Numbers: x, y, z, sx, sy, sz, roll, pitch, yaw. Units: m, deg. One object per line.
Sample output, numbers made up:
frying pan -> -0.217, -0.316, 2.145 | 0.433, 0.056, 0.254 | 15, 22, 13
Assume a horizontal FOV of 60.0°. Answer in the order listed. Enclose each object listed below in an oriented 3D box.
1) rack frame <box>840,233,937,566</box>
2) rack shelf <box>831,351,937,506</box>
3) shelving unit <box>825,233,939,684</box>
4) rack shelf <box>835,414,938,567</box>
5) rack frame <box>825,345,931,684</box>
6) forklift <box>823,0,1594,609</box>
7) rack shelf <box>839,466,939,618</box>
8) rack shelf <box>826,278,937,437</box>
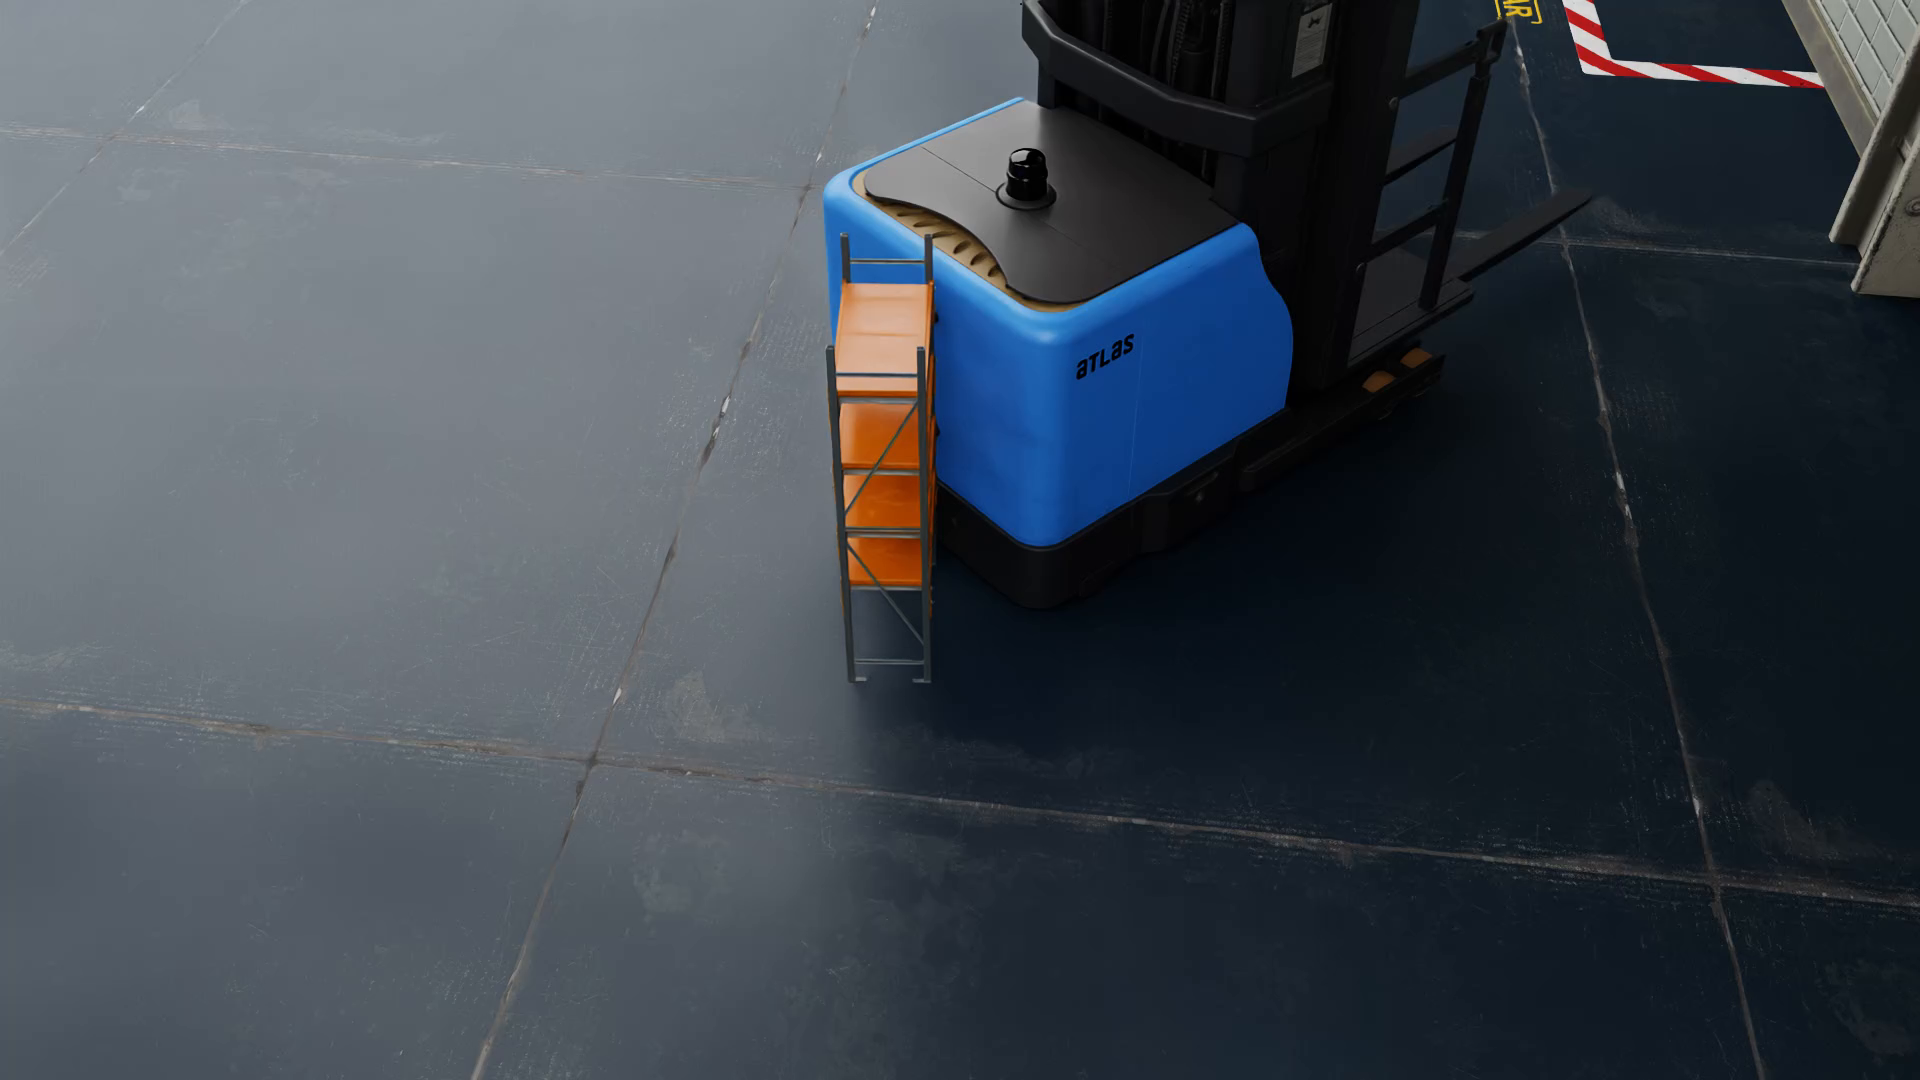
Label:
rack frame -> -0.192, -0.362, 4.760 | 0.240, 1.200, 0.015 | 1, 43, 1
rack shelf -> -0.198, -0.308, 4.475 | 0.258, 0.148, 0.480 | 1, 43, 1
shelving unit -> -0.198, -0.194, 4.583 | 0.258, 1.200, 0.503 | 1, 43, 1
rack shelf -> -0.198, -0.145, 4.629 | 0.258, 0.148, 0.480 | 1, 43, 1
rack frame -> -0.203, -0.027, 4.405 | 0.240, 1.200, 0.015 | 1, 43, 1
forklift -> 1.038, -1.725, 4.940 | 3.031, 2.935, 1.130 | -30, 51, -28
rack shelf -> -0.198, -0.001, 4.765 | 0.258, 0.148, 0.480 | 1, 43, 1
rack shelf -> -0.198, -0.480, 4.312 | 0.258, 0.148, 0.480 | 1, 43, 1
